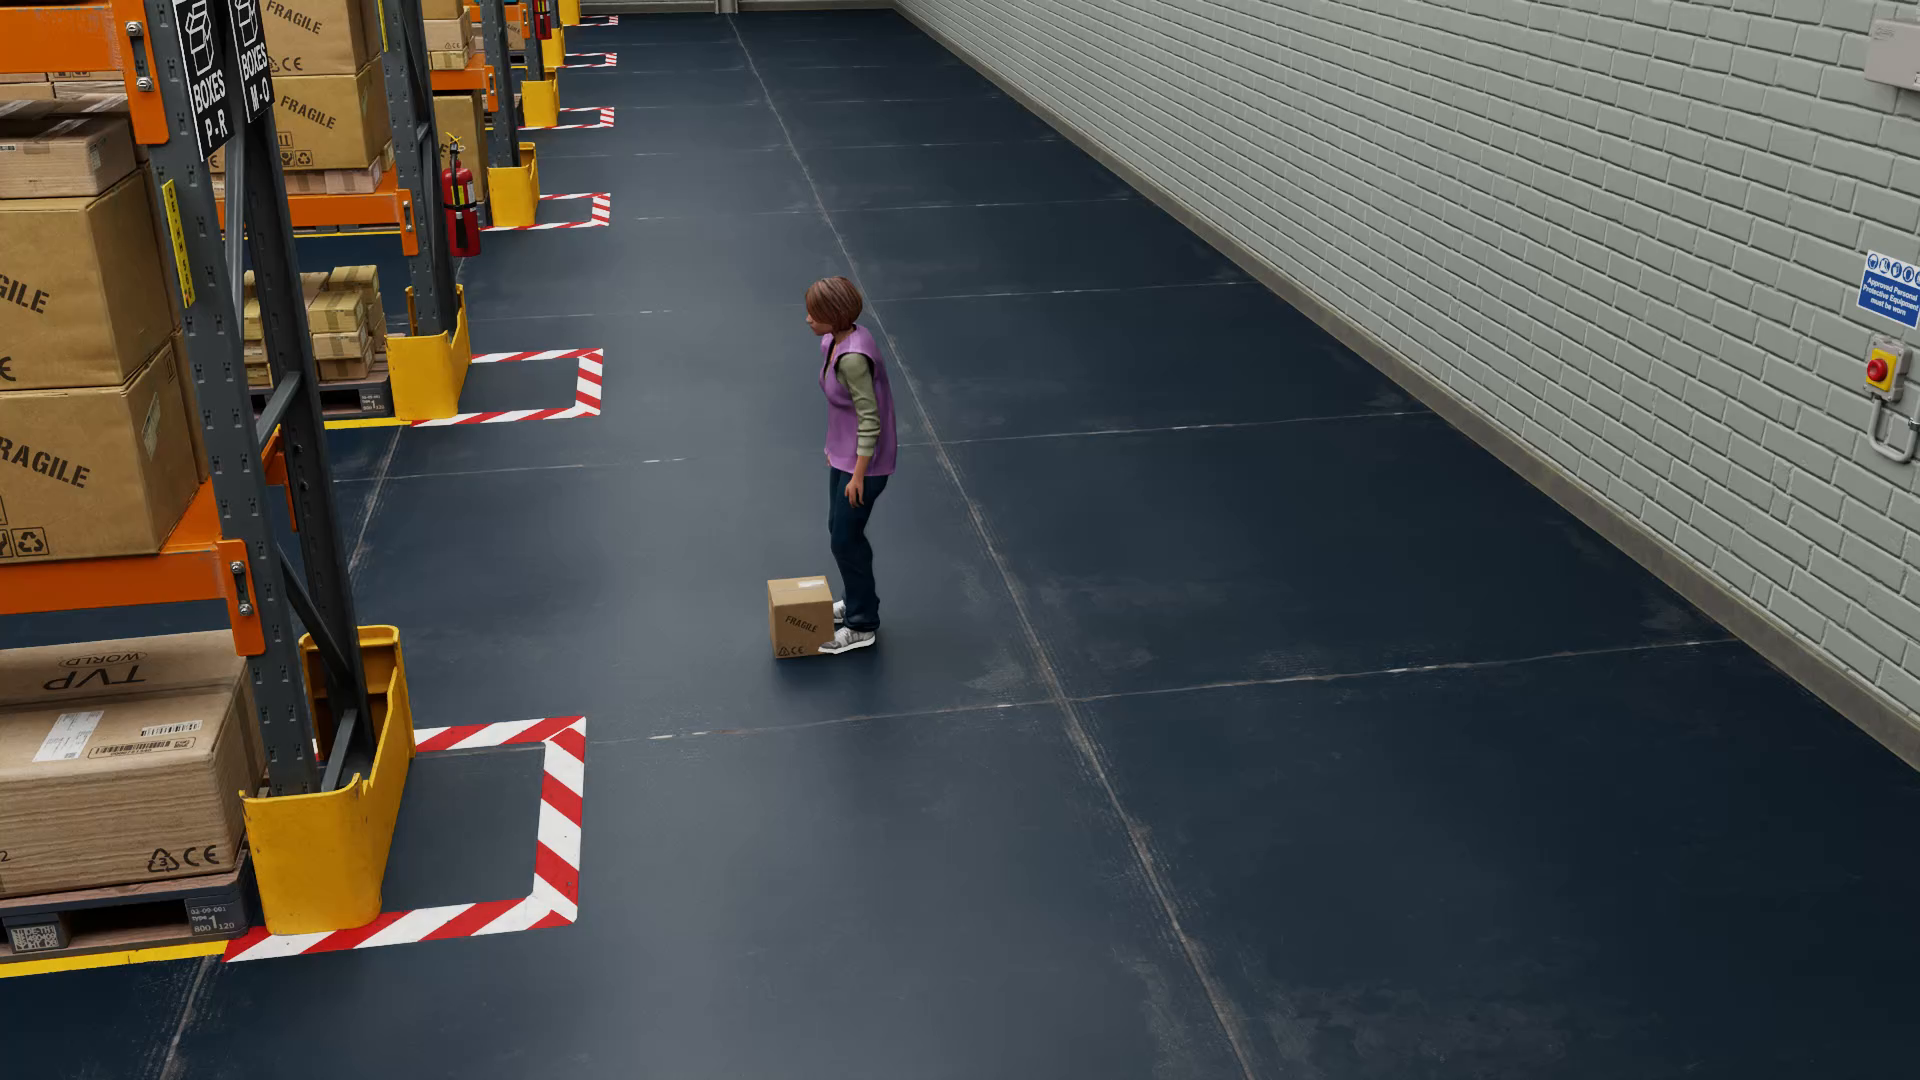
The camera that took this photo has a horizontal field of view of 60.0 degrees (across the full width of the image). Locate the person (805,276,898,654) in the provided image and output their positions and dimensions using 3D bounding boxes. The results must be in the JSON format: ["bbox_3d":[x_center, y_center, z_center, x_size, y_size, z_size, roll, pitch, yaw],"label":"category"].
[{"bbox_3d":[-0.457,-0.288,6.825,0.377,1.548,0.484,-6,24,-13],"label":"person"}]
